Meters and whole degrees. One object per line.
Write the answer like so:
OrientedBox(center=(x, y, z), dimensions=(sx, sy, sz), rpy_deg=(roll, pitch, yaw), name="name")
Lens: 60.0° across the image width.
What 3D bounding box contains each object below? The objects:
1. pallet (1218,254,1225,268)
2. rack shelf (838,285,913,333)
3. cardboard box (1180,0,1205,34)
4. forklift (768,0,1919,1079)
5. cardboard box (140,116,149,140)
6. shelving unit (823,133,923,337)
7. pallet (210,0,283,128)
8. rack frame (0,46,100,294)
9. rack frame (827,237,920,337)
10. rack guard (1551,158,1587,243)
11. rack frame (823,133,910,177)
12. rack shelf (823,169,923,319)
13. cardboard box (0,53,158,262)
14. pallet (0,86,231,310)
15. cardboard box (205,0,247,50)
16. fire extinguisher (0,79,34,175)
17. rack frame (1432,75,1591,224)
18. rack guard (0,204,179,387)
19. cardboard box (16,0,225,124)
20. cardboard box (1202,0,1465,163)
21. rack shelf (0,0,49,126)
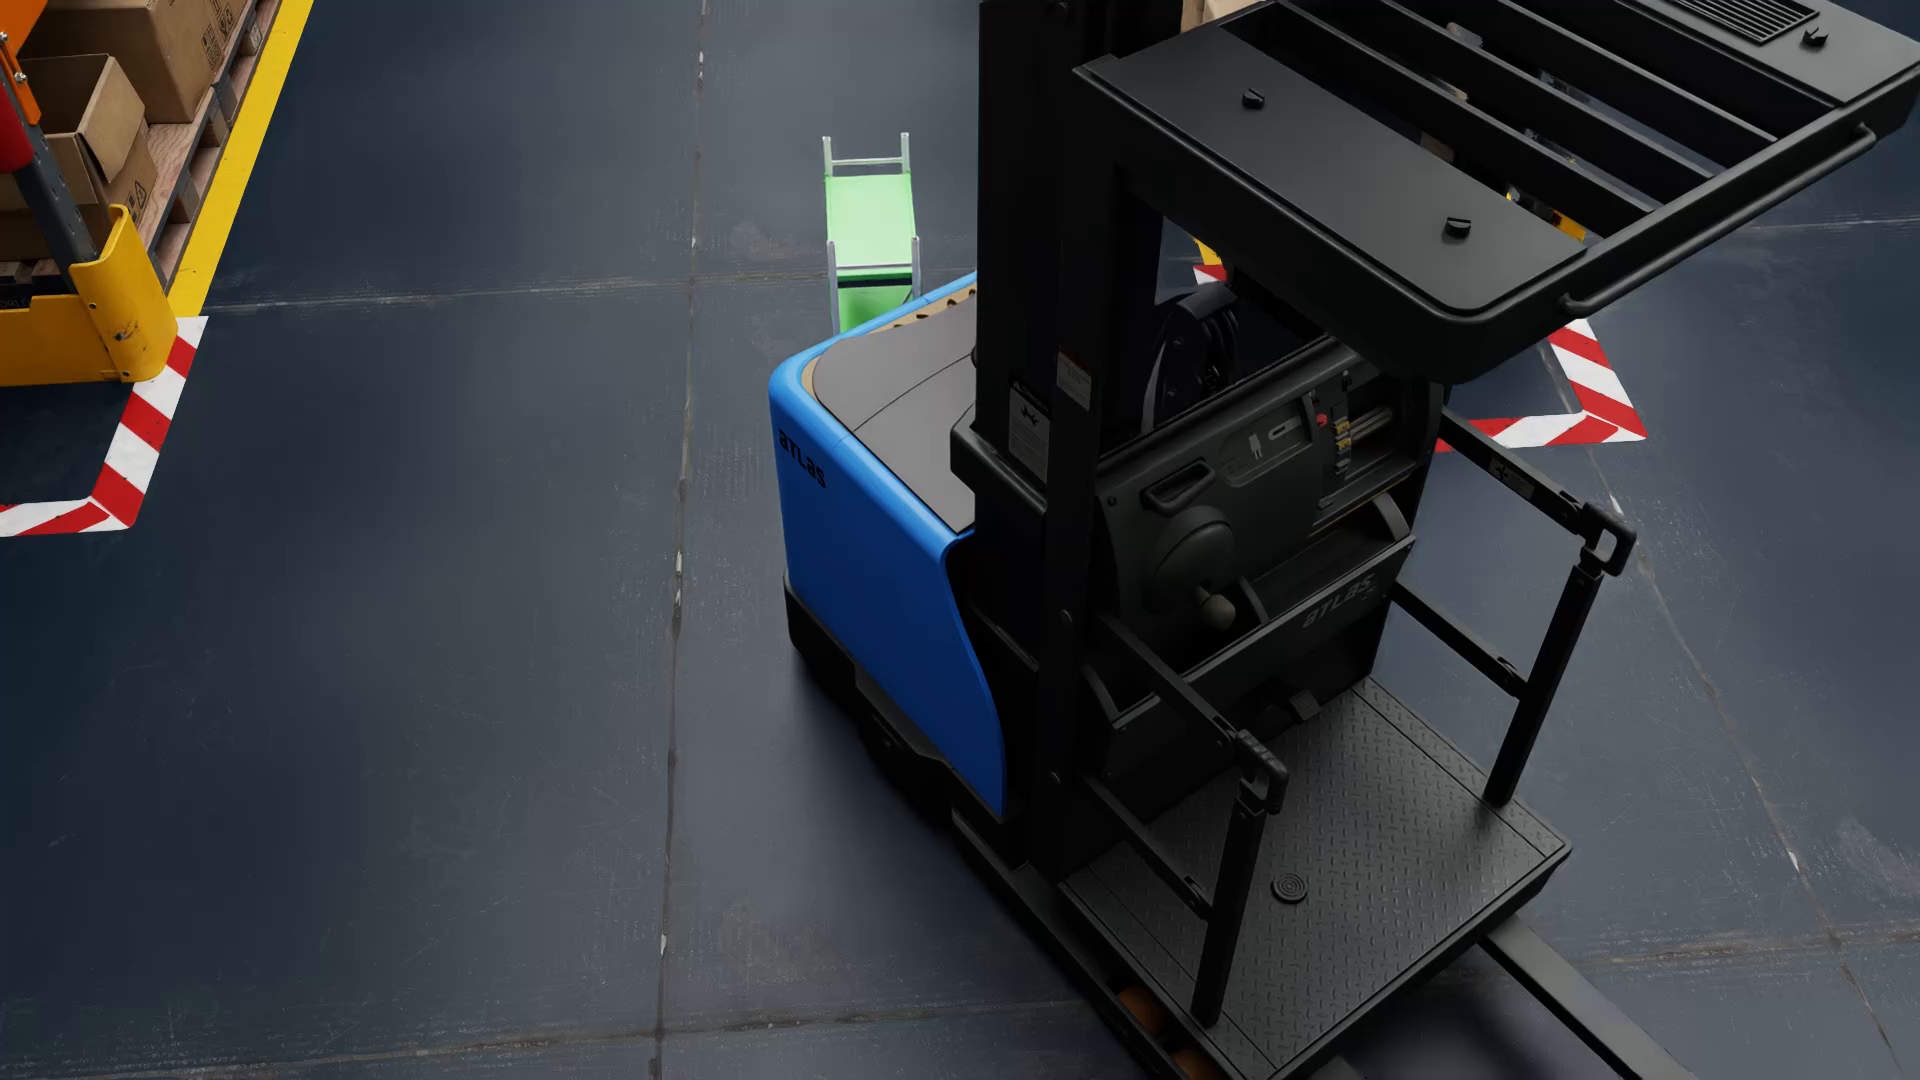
OrientedBox(center=(1.430, -1.537, 6.560), dimensions=(1.003, 0.211, 1.213), rpy_deg=(-3, 47, -3), name="pallet")
OrientedBox(center=(-0.246, -0.666, 4.812), dimensions=(0.258, 0.148, 0.480), rpy_deg=(-3, 47, -3), name="rack shelf")
OrientedBox(center=(1.335, -2.318, 6.855), dimensions=(0.875, 0.438, 0.875), rpy_deg=(-2, 47, -2), name="cardboard box")
OrientedBox(center=(0.784, -0.058, 3.286), dimensions=(1.130, 2.935, 3.031), rpy_deg=(-29, 53, -24), name="forklift")
OrientedBox(center=(-3.325, -1.540, 6.316), dimensions=(0.380, 0.149, 0.250), rpy_deg=(-5, 47, -5), name="cardboard box")
OrientedBox(center=(-0.246, -0.545, 4.940), dimensions=(0.258, 1.200, 0.503), rpy_deg=(-3, 47, -3), name="shelving unit")
OrientedBox(center=(-3.545, -2.171, 7.161), dimensions=(1.003, 0.211, 1.213), rpy_deg=(-3, 47, -3), name="pallet")
OrientedBox(center=(-3.372, -1.617, 4.716), dimensions=(1.000, 3.000, 0.127), rpy_deg=(-3, 47, -3), name="rack frame")
OrientedBox(center=(-0.227, -0.368, 4.773), dimensions=(0.240, 1.200, 0.015), rpy_deg=(-3, 47, -3), name="rack frame")
OrientedBox(center=(1.576, -1.045, 5.895), dimensions=(1.175, 0.500, 0.348), rpy_deg=(-3, 47, -3), name="rack guard")
OrientedBox(center=(-0.264, -0.722, 5.107), dimensions=(0.240, 1.200, 0.015), rpy_deg=(-3, 47, -3), name="rack frame")
OrientedBox(center=(-0.246, -0.831, 4.638), dimensions=(0.258, 0.148, 0.480), rpy_deg=(-3, 47, -3), name="rack shelf")
OrientedBox(center=(-3.328, -1.352, 5.894), dimensions=(0.797, 0.503, 0.637), rpy_deg=(-5, 47, -5), name="cardboard box")
OrientedBox(center=(-3.446, -1.290, 6.327), dimensions=(1.003, 0.211, 1.213), rpy_deg=(-3, 47, -3), name="pallet")
OrientedBox(center=(-3.306, -2.360, 6.852), dimensions=(0.500, 0.500, 0.500), rpy_deg=(-3, 47, -3), name="cardboard box")
OrientedBox(center=(-2.899, -1.384, 4.805), dimensions=(0.296, 0.674, 0.183), rpy_deg=(-3, 47, -3), name="fire extinguisher")
OrientedBox(center=(1.574, -1.922, 5.004), dimensions=(1.000, 3.000, 0.127), rpy_deg=(-3, 47, -3), name="rack frame")
OrientedBox(center=(-3.378, -0.813, 5.676), dimensions=(1.175, 0.500, 0.348), rpy_deg=(-3, 47, -3), name="rack guard")
OrientedBox(center=(-3.361, -1.971, 6.484), dimensions=(0.700, 0.500, 0.500), rpy_deg=(-2, 47, -2), name="cardboard box")
OrientedBox(center=(1.420, -1.657, 6.228), dimensions=(0.875, 0.438, 0.875), rpy_deg=(-5, 47, -5), name="cardboard box")
OrientedBox(center=(-3.539, -2.817, 6.348), dimensions=(1.077, 0.370, 4.000), rpy_deg=(-3, 47, -3), name="rack shelf")
